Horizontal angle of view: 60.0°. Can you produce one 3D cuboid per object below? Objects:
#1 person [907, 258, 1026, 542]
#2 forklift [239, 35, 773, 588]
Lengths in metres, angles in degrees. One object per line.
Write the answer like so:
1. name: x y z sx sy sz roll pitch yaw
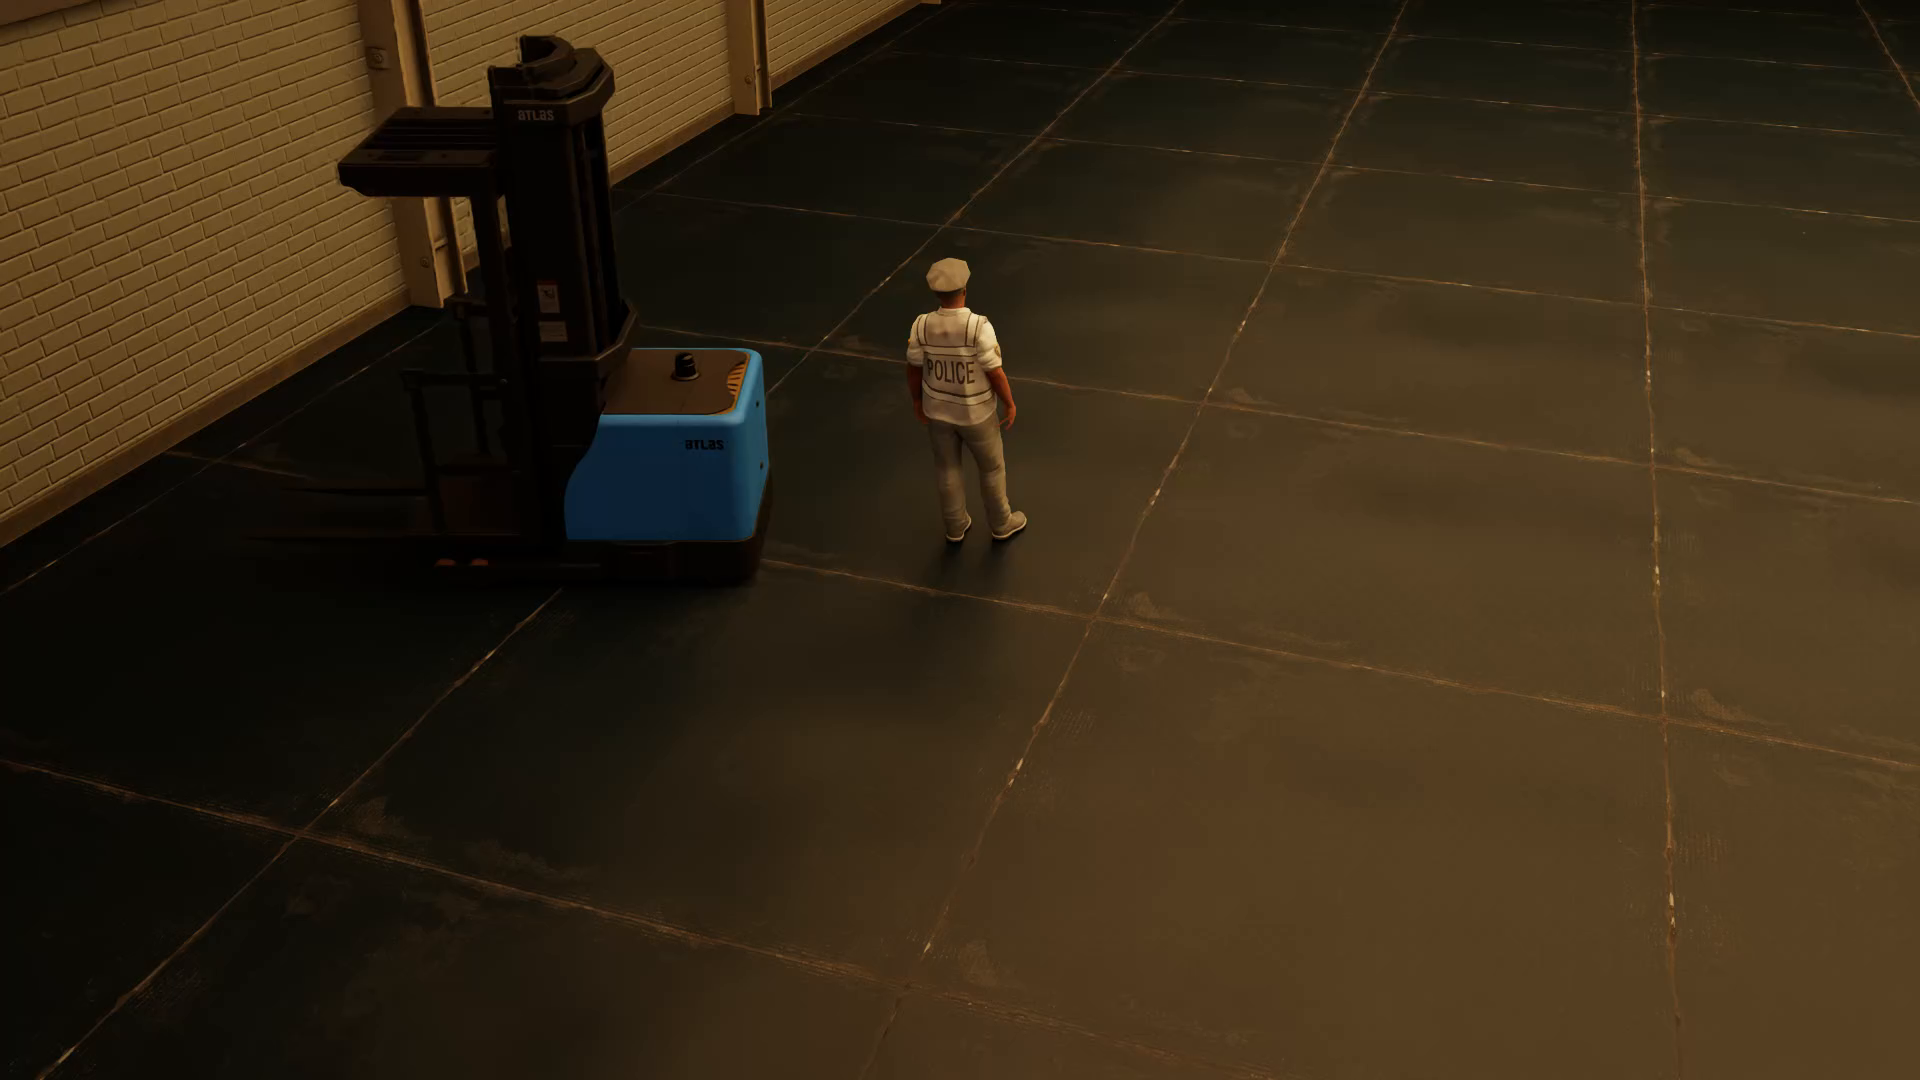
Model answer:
1. person: 0.036 -0.815 9.712 0.640 1.780 0.575 10 31 16
2. forklift: -2.686 -1.260 9.346 3.031 2.935 1.130 0 30 0
